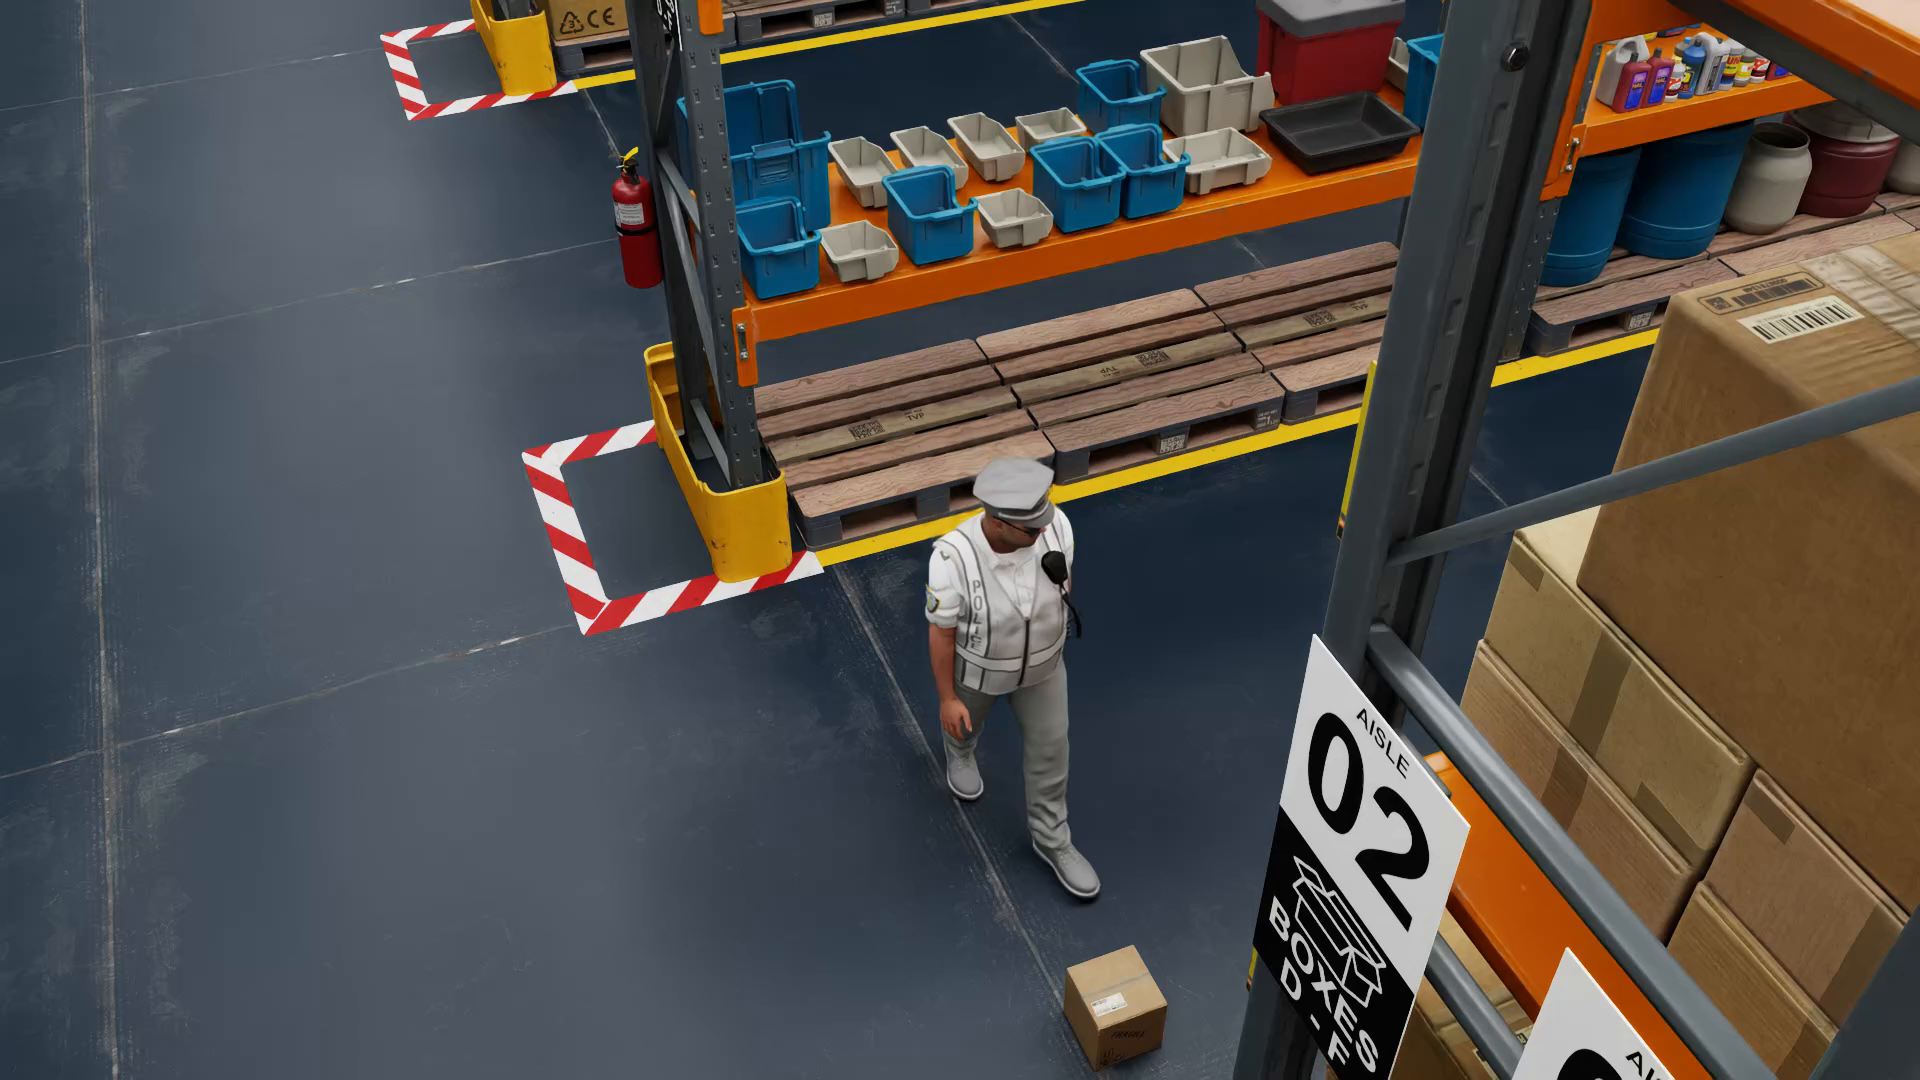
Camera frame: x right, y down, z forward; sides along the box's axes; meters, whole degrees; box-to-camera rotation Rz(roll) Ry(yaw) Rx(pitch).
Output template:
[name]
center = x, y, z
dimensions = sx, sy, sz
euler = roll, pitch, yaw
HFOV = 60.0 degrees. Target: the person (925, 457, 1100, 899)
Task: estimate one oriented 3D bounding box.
[person]
center = 0.152, 0.416, 5.667
dimensions = 0.549, 1.711, 0.879
euler = -12, 43, -14
